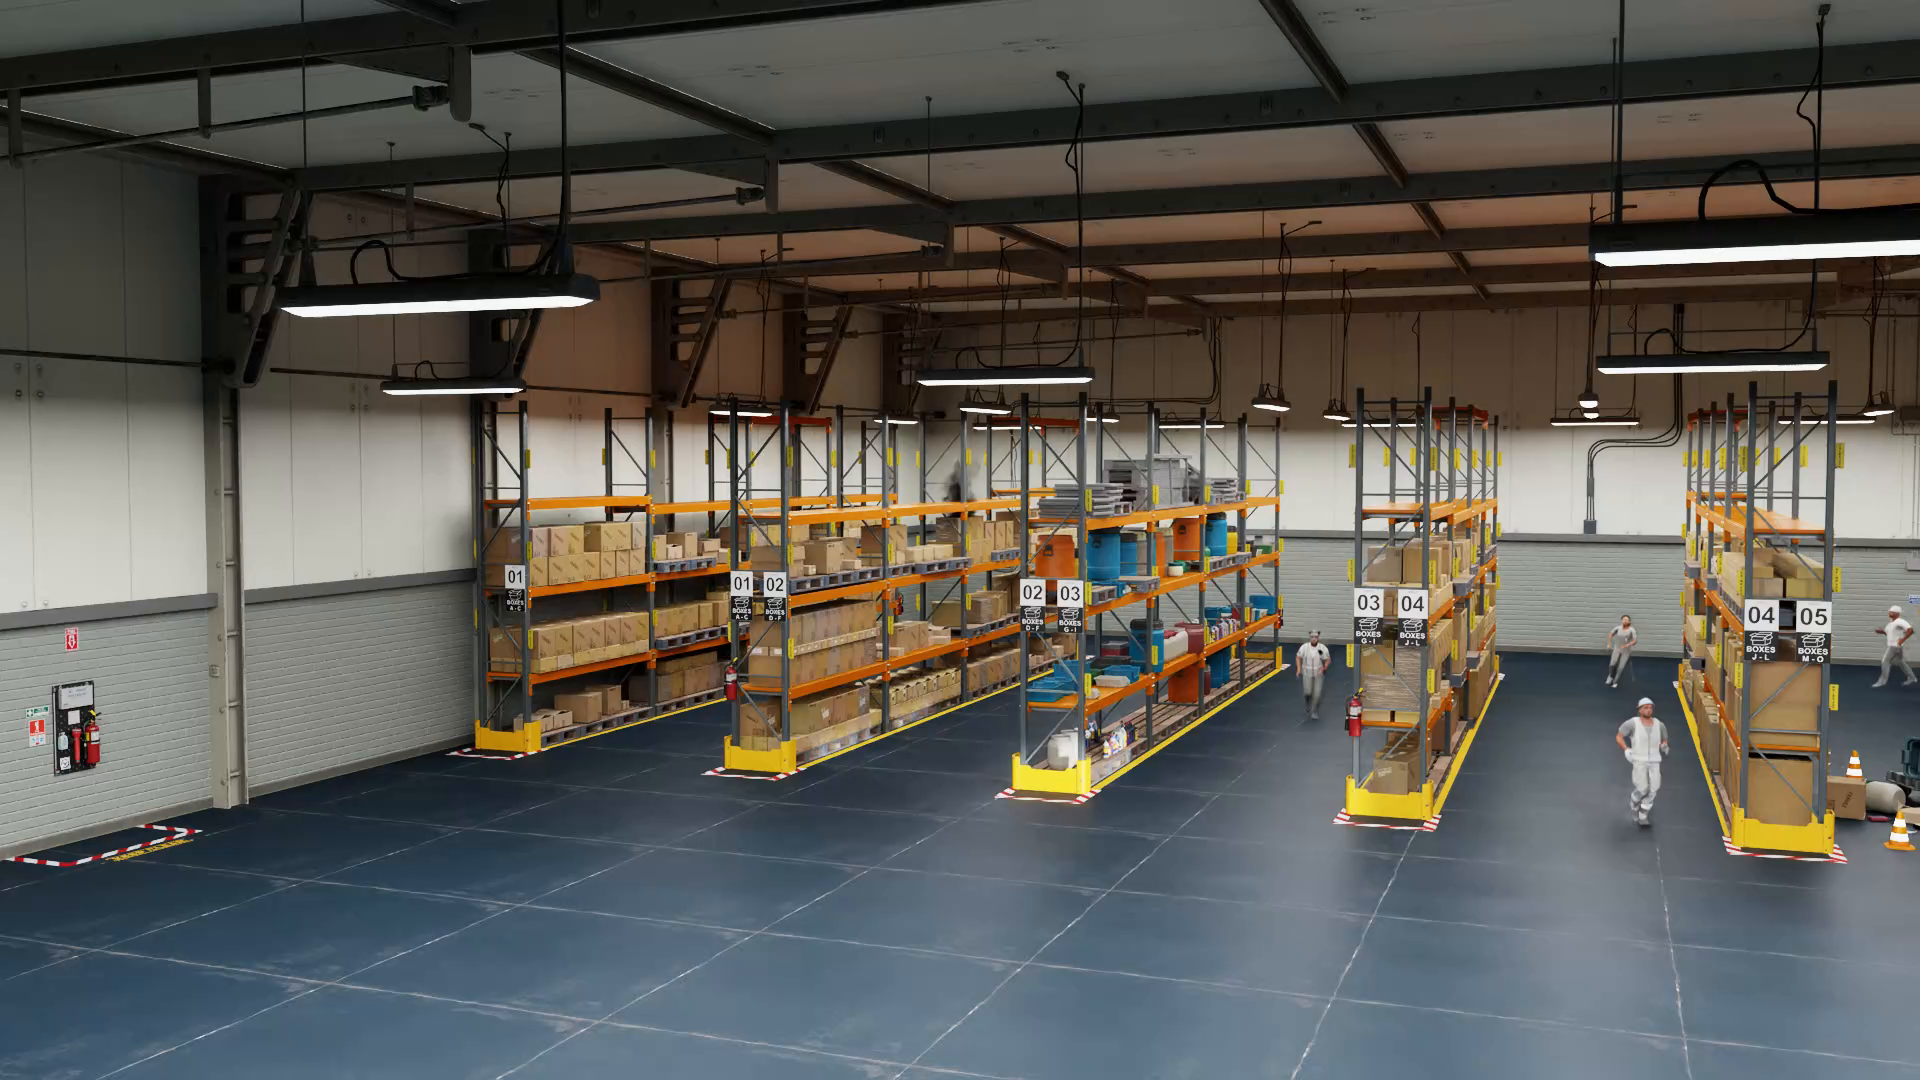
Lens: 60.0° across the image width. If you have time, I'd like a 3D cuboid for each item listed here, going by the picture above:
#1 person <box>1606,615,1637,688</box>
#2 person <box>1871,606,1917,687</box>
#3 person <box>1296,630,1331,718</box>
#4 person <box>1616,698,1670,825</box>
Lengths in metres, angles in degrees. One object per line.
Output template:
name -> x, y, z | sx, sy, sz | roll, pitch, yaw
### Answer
person -> 14.426, 2.445, 36.290 | 0.633, 1.589, 0.491 | 1, 3, 27
person -> 20.381, 2.328, 36.252 | 0.905, 1.788, 0.694 | 1, 3, 24
person -> 6.802, 2.583, 32.035 | 0.656, 1.723, 0.631 | 1, 3, 13
person -> 9.301, 3.017, 22.534 | 0.644, 1.741, 0.581 | 0, 3, 2
